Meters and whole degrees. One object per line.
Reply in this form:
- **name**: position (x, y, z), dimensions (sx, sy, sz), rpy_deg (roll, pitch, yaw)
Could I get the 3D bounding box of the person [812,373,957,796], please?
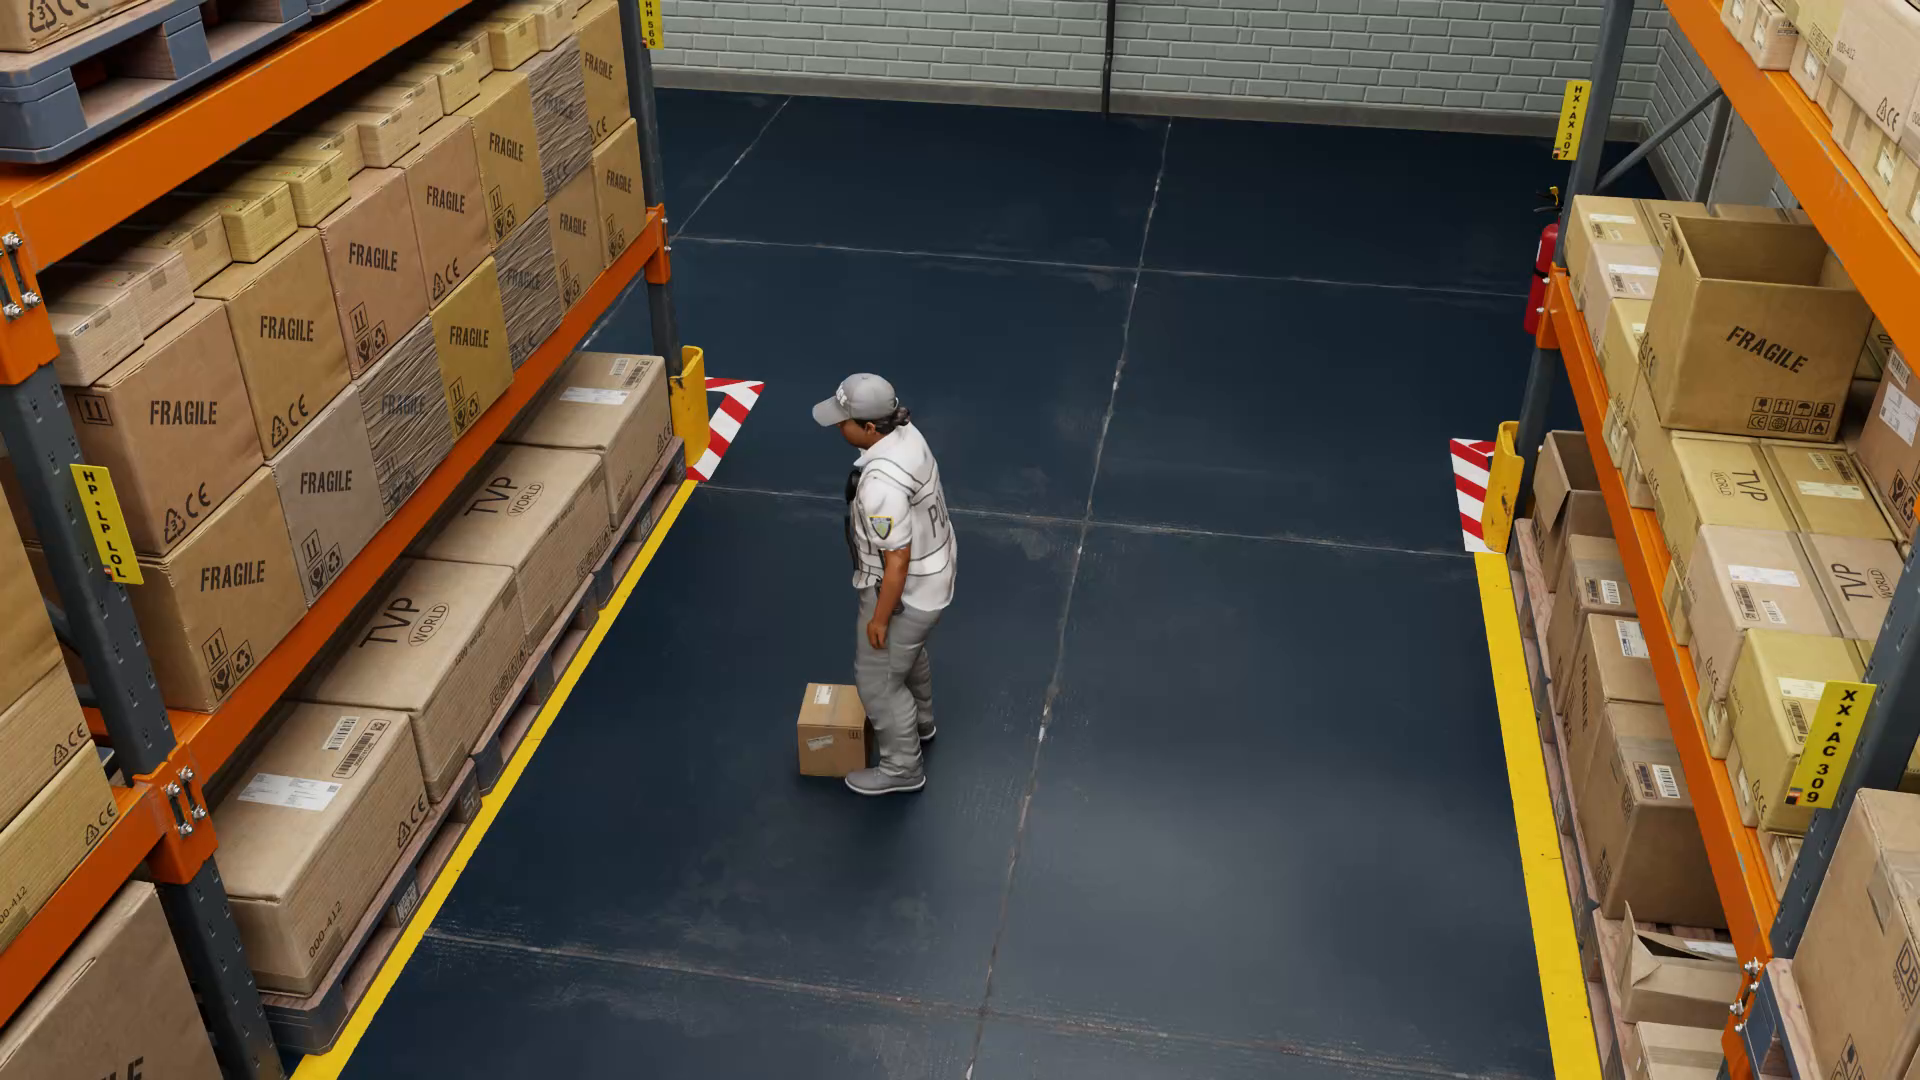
- **person**: position (-0.250, 0.147, 5.902), dimensions (0.471, 1.665, 0.563), rpy_deg (3, 33, 5)
